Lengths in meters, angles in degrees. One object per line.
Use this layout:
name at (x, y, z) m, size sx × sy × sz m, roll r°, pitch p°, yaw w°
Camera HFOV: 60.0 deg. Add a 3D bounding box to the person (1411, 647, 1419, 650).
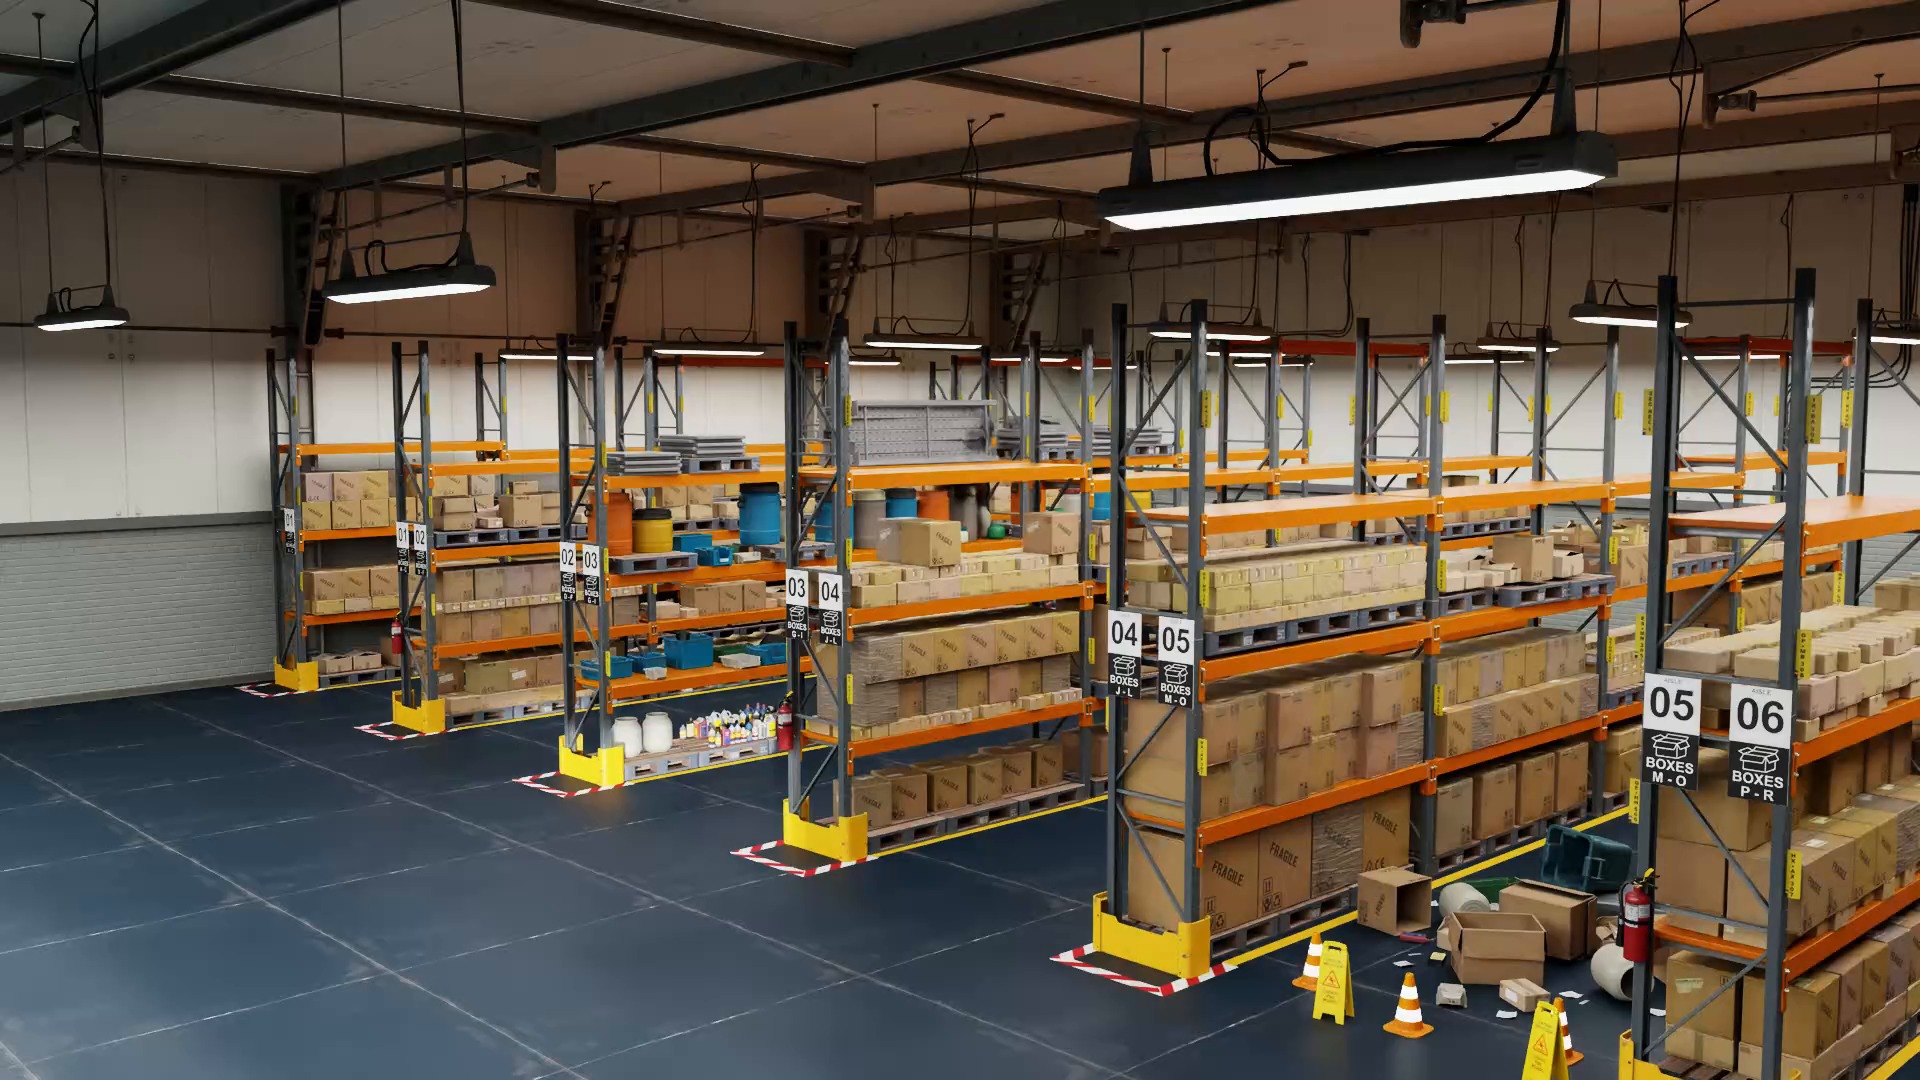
person at (6.370, 2.331, 23.061) m, size 0.557 × 1.732 × 0.816 m, roll 4°, pitch 6°, yaw 39°
